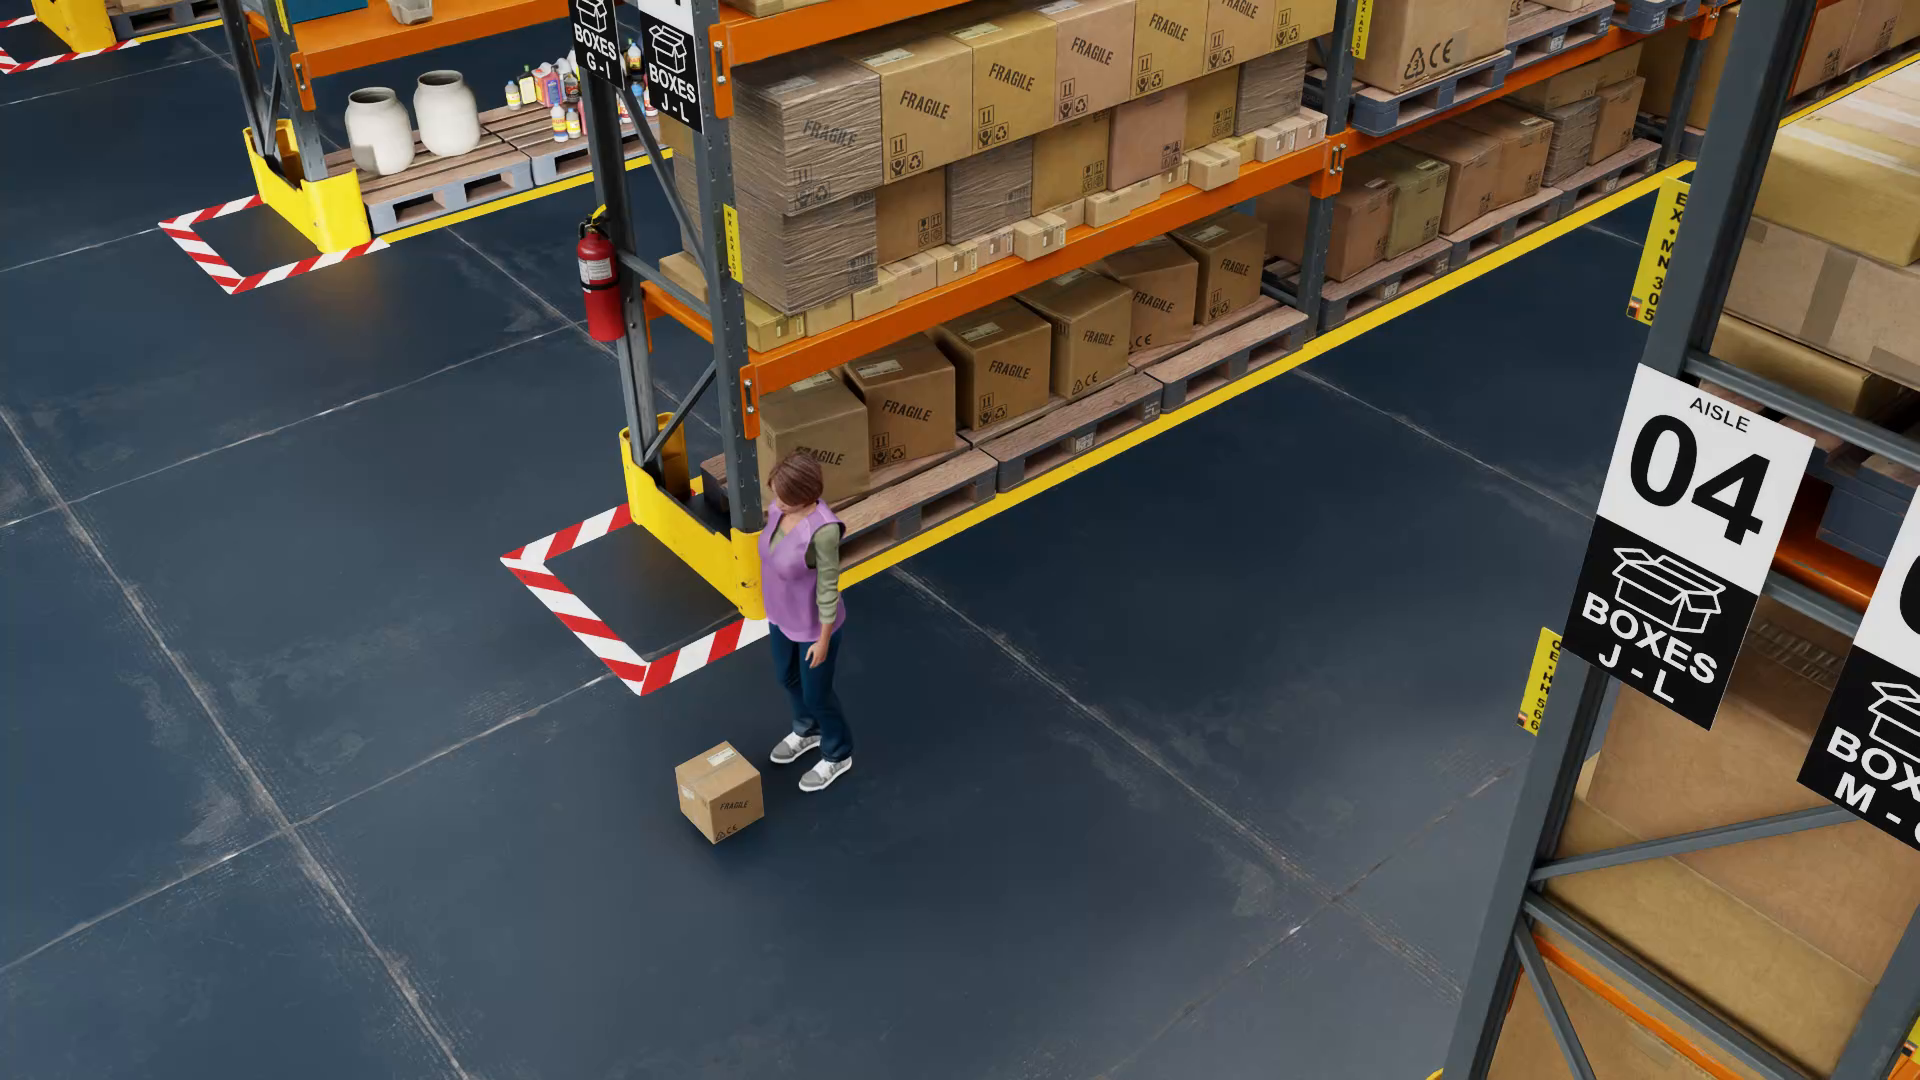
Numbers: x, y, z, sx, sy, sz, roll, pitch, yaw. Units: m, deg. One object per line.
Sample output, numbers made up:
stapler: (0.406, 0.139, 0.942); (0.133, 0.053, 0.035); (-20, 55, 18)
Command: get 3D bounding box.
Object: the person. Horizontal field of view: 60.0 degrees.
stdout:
person: (-0.612, 0.328, 6.649); (0.299, 1.589, 0.407); (-26, 43, -30)
